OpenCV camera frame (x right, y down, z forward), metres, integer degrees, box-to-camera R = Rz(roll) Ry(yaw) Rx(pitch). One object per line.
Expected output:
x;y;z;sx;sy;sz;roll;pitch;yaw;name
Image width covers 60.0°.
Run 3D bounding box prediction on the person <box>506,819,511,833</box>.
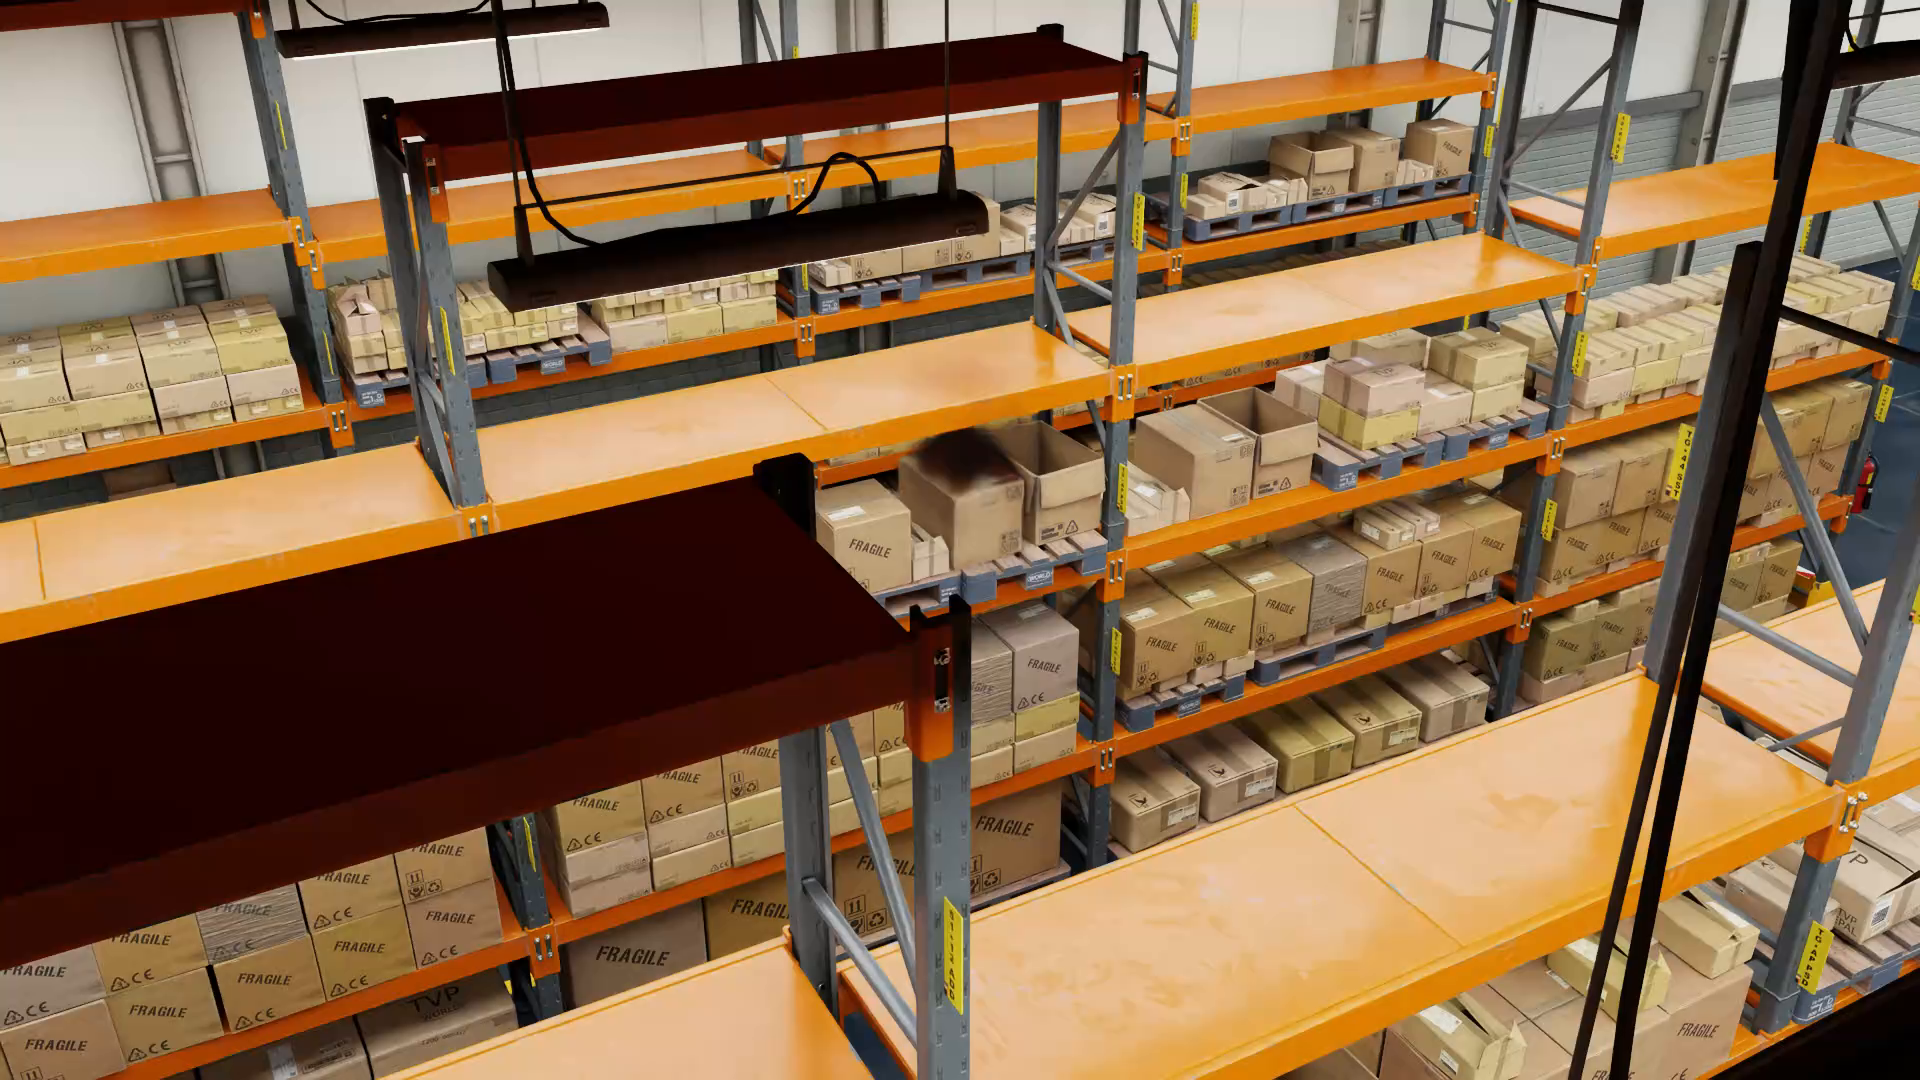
-3.323;1.618;12.235;0.477;1.599;0.339;-13;30;-23;person
